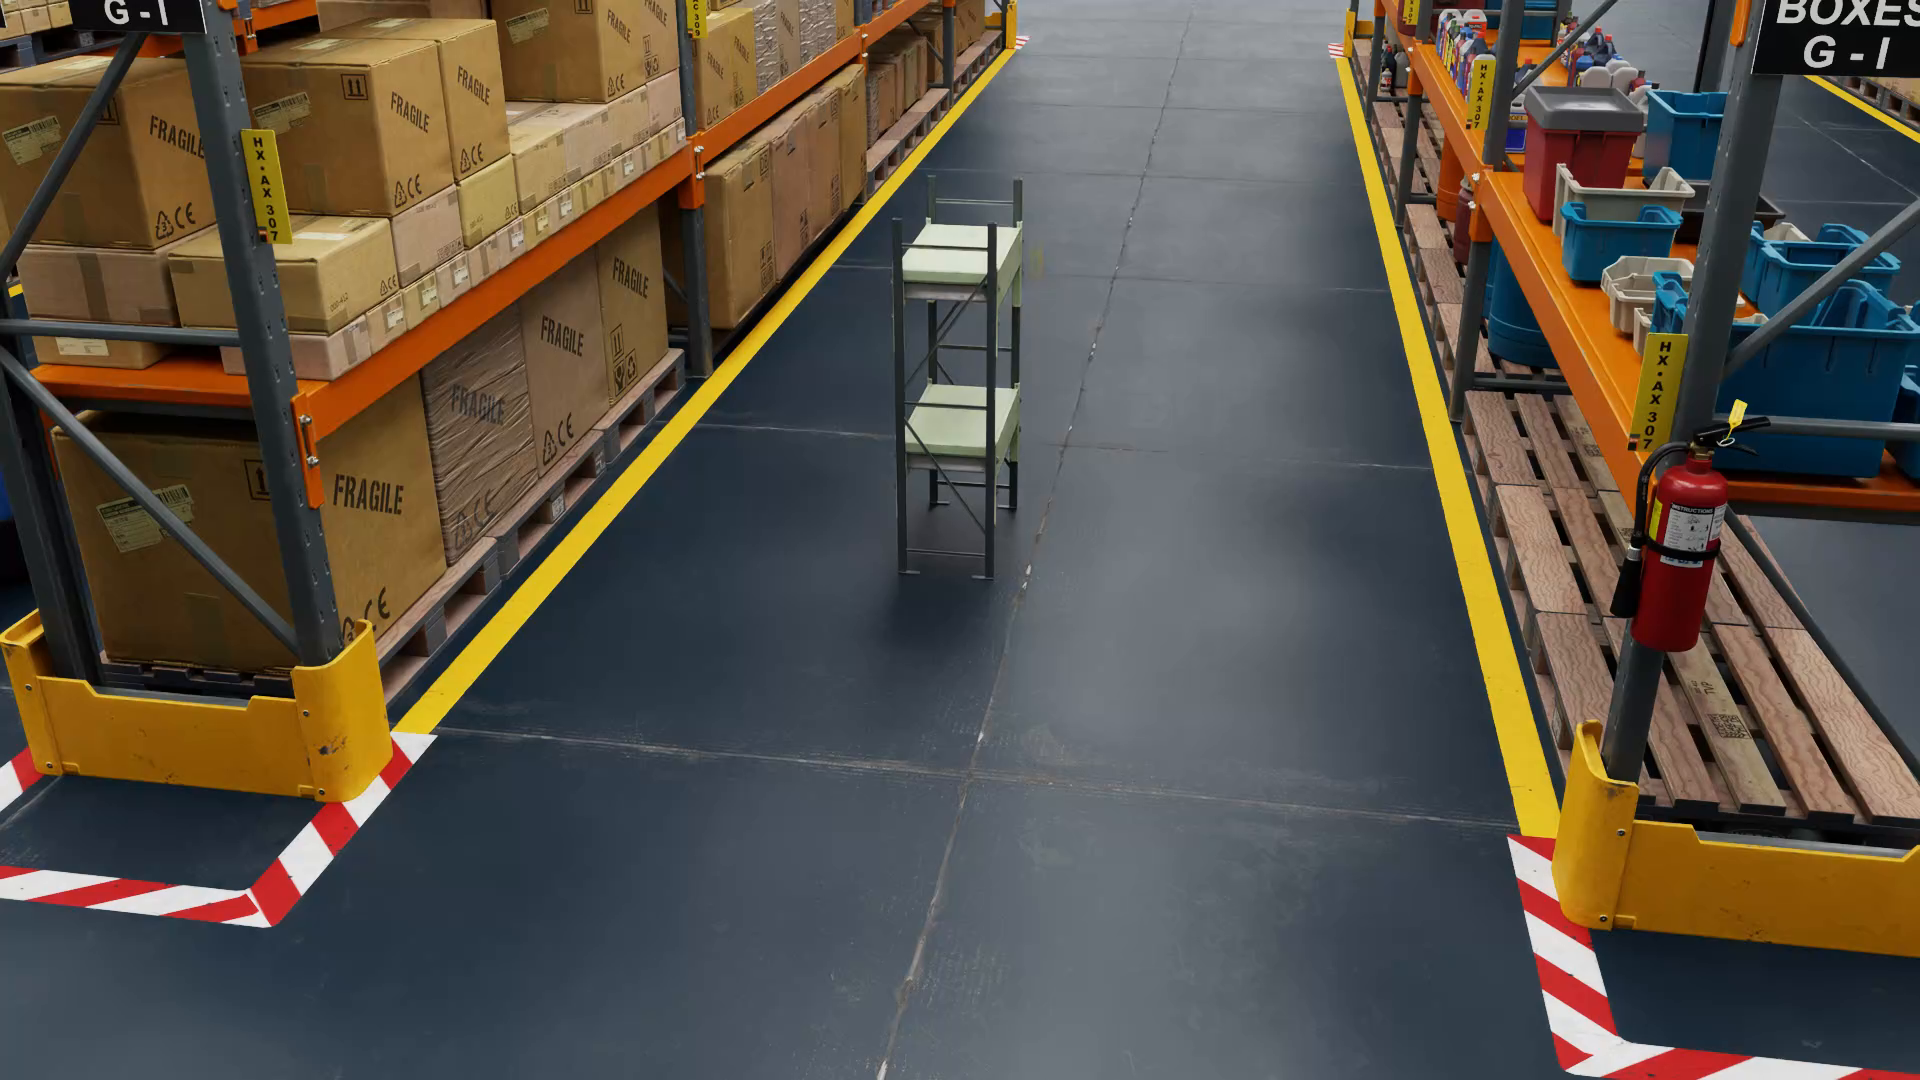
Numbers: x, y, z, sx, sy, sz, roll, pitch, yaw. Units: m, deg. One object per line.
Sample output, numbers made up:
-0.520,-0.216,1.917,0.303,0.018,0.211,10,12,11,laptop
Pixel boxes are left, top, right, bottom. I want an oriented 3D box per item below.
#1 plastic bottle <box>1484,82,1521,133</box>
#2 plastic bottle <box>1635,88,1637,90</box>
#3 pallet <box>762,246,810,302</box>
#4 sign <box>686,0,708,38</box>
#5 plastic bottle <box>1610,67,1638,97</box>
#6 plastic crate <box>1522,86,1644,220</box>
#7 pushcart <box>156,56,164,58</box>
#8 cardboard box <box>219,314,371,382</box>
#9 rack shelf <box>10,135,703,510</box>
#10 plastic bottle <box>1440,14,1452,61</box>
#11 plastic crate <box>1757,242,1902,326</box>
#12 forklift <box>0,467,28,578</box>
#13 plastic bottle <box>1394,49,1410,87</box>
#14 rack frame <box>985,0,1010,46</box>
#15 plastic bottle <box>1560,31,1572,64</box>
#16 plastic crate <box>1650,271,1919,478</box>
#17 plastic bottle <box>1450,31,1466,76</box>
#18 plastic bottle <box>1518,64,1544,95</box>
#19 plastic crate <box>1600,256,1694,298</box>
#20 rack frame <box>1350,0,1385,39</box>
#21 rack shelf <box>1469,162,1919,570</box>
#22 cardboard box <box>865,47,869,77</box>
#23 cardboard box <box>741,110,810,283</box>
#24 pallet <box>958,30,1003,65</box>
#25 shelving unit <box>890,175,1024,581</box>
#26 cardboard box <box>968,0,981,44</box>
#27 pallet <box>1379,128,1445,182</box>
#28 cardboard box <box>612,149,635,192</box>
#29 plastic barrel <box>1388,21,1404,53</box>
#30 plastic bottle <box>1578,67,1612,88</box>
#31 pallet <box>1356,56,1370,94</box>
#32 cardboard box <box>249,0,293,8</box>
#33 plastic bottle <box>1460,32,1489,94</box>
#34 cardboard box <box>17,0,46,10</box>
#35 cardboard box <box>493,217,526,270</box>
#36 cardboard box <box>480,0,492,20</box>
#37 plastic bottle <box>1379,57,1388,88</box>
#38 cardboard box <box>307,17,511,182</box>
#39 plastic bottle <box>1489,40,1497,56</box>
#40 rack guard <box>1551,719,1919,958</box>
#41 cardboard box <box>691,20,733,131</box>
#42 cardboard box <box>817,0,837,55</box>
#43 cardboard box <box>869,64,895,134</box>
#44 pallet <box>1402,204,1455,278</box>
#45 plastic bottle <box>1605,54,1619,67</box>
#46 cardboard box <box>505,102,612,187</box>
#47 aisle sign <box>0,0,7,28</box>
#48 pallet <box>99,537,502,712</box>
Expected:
2.821,-2.233,8.628,0.152,0.276,0.135,4,25,9,plastic bottle
3.605,-2.307,8.875,0.097,0.201,0.097,0,25,0,plastic bottle
-1.621,-1.869,10.993,1.003,0.211,1.213,4,25,9,pallet
-1.322,-2.682,8.327,0.100,0.325,0.005,4,25,9,sign
3.619,-2.447,9.086,0.152,0.276,0.135,4,25,9,plastic bottle
2.623,-1.649,7.088,0.402,0.464,0.583,4,25,9,plastic crate
-8.082,-5.000,17.486,1.648,0.377,0.936,-5,25,-10,pushcart
-2.140,-0.631,5.356,0.380,0.149,0.250,4,25,9,cardboard box
-2.197,-1.130,6.973,1.077,0.370,4.000,4,25,9,rack shelf
3.182,-3.276,10.848,0.061,0.283,0.133,4,25,9,plastic bottle
2.943,-0.858,5.672,0.416,0.233,0.300,4,25,9,plastic crate
-4.958,-1.588,7.186,1.130,2.935,3.031,-14,28,-27,forklift
4.287,-4.573,16.088,0.144,0.351,0.185,4,25,9,plastic bottle
0.091,-7.311,19.330,1.000,3.000,0.127,4,25,9,rack frame
3.950,-3.189,10.760,0.097,0.201,0.097,0,25,0,plastic bottle
2.233,-0.472,4.607,0.616,0.435,0.499,4,25,9,plastic crate
3.099,-3.012,10.299,0.097,0.271,0.097,0,25,0,plastic bottle
2.986,-2.323,8.734,0.144,0.351,0.185,4,25,9,plastic bottle
2.430,-0.901,5.876,0.298,0.136,0.250,4,25,9,plastic crate
4.977,-6.967,18.597,1.000,3.000,0.127,4,25,9,rack frame
2.689,-0.786,6.240,1.077,0.370,4.000,4,25,9,rack shelf
-1.060,-3.876,13.538,0.500,0.250,0.500,7,26,14,cardboard box
-1.640,-2.163,10.343,1.225,0.875,0.875,3,25,7,cardboard box
-0.089,-5.679,19.133,1.003,0.211,1.213,4,25,9,pallet
0.001,-0.682,6.938,0.431,1.500,0.755,4,25,9,shelving unit
-0.091,-5.856,18.676,0.500,0.500,0.500,11,27,22,cardboard box
4.037,-3.189,13.813,1.003,0.211,1.213,4,25,9,pallet
-1.723,-1.705,7.651,0.380,0.149,0.250,4,25,9,cardboard box
4.863,-5.541,17.988,0.421,0.512,0.421,0,25,0,plastic barrel
3.469,-2.457,9.108,0.152,0.276,0.135,4,25,9,plastic bottle
4.672,-4.821,17.301,1.003,0.211,1.213,4,25,9,pallet
-5.753,-4.565,13.346,0.500,0.500,0.500,4,25,9,cardboard box
3.024,-2.794,9.739,0.144,0.351,0.185,4,25,9,plastic bottle
-6.063,-3.460,10.554,0.380,0.149,0.250,5,26,11,cardboard box
-1.933,-1.169,6.505,0.380,0.149,0.250,4,25,8,cardboard box
-2.289,-2.310,7.589,0.500,0.500,0.500,4,25,9,cardboard box
4.077,-4.488,15.984,0.061,0.283,0.133,5,26,11,plastic bottle
-2.019,-1.634,6.143,0.500,0.500,0.500,3,25,7,cardboard box
3.196,-2.840,9.837,0.144,0.351,0.185,4,25,9,plastic bottle
2.371,0.867,4.807,1.175,0.500,0.348,4,25,9,rack guard
-1.548,-2.512,8.961,0.500,0.500,0.500,4,25,9,cardboard box
-1.140,-3.578,11.239,0.500,0.500,0.500,4,25,8,cardboard box
-0.963,-3.784,14.225,0.700,0.500,0.500,6,26,13,cardboard box
3.582,-2.026,11.329,1.003,0.211,1.213,4,25,9,pallet
3.719,-2.629,9.480,0.097,0.271,0.097,0,25,0,plastic bottle
-1.849,-1.726,7.224,0.500,0.250,0.500,5,25,10,cardboard box
-2.832,-1.787,4.463,0.394,0.787,0.004,4,25,9,aisle sign
-2.470,0.304,6.351,1.003,0.211,1.213,4,25,9,pallet
